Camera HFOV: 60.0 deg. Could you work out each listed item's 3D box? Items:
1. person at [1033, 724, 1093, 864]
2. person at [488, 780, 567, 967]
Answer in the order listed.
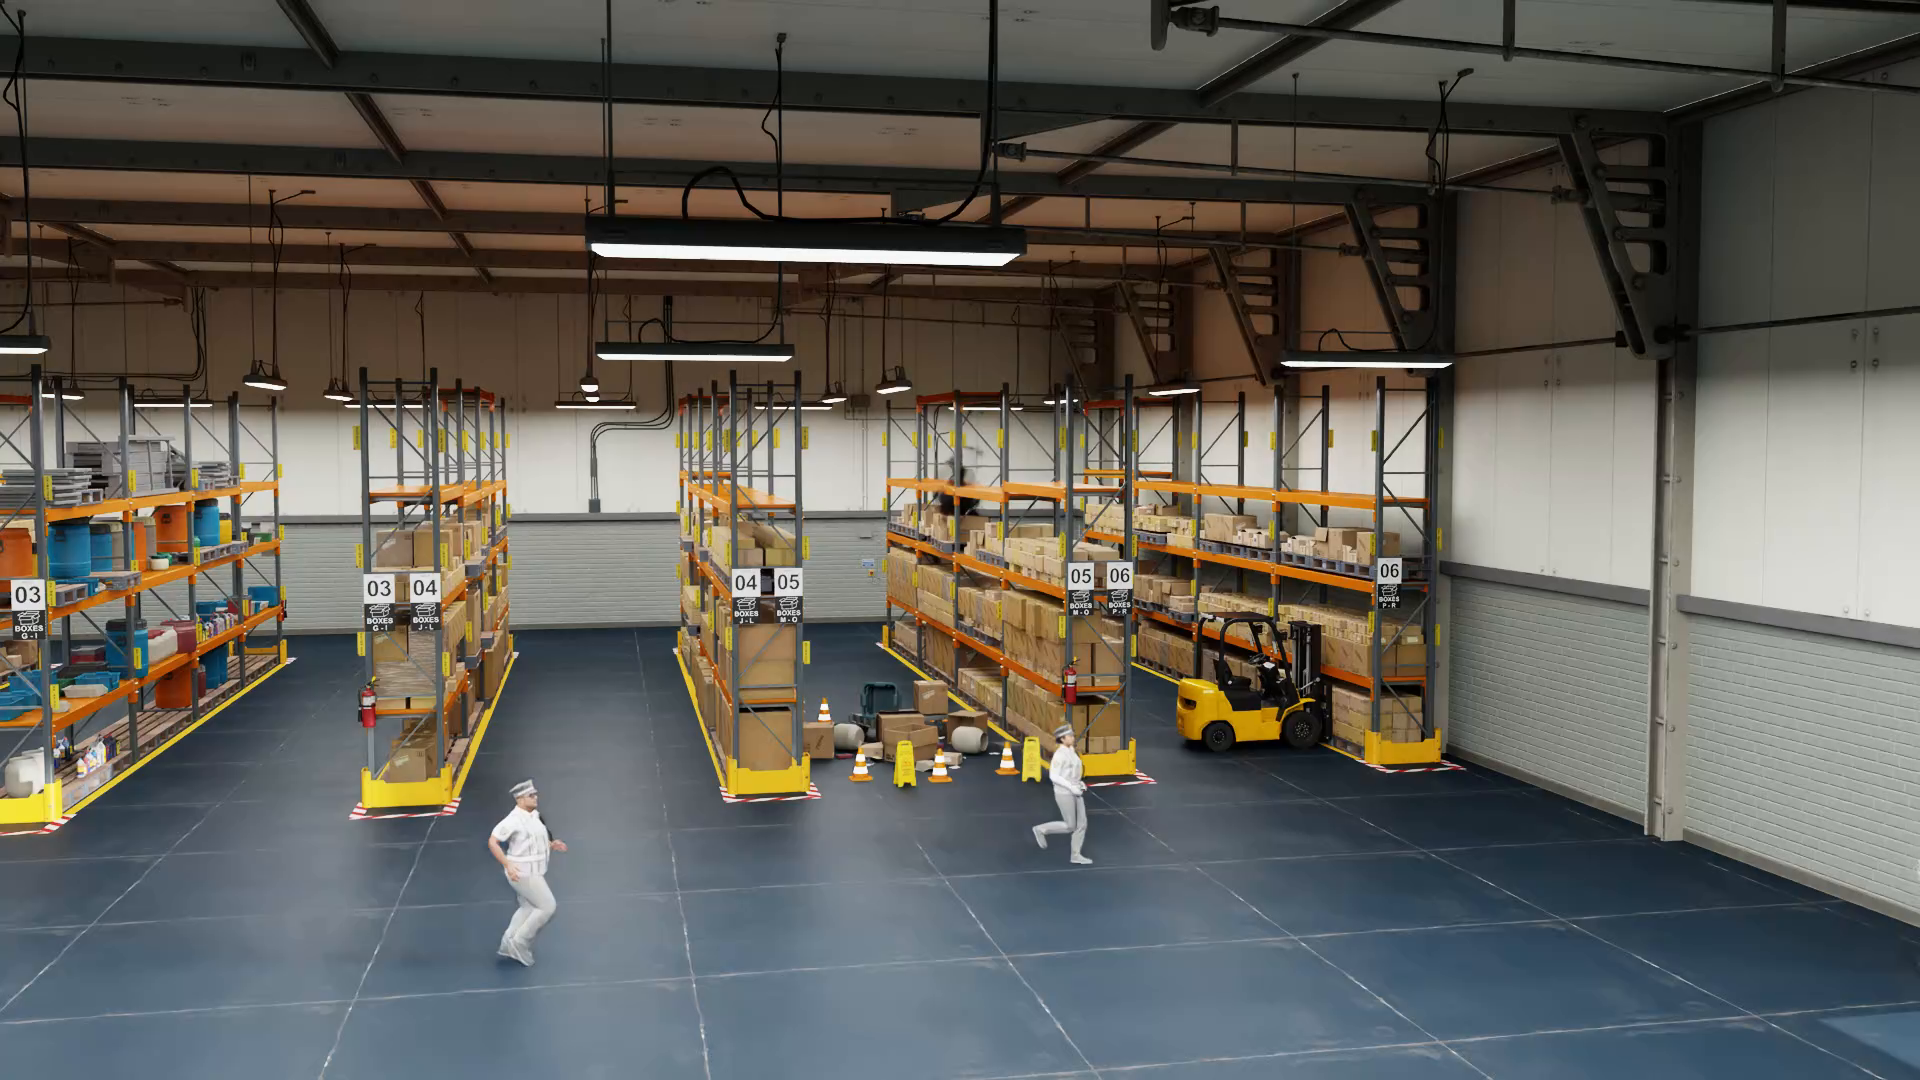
[{"bbox_3d":[1.290,2.998,19.721,0.648,1.661,0.617,2,4,25],"label":"person"},{"bbox_3d":[-4.096,3.175,15.900,0.675,1.776,0.641,0,3,3],"label":"person"}]
